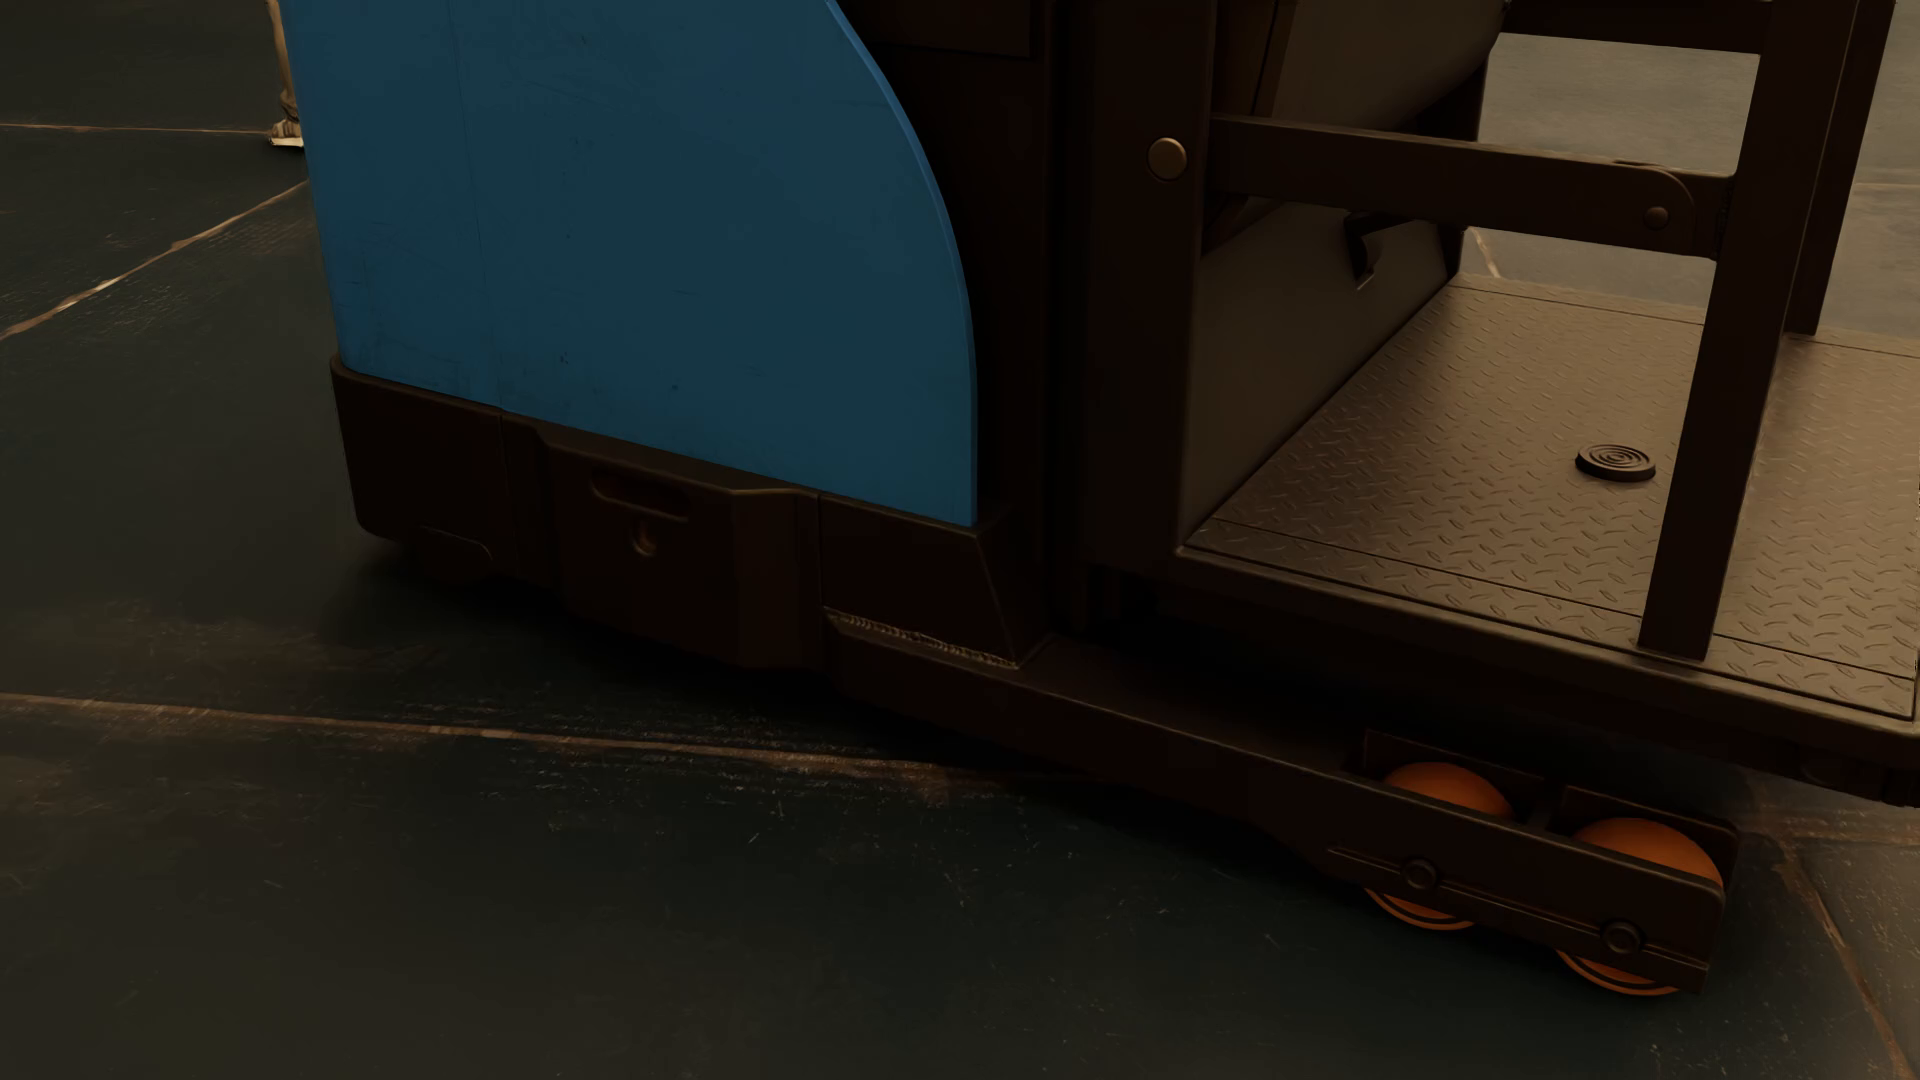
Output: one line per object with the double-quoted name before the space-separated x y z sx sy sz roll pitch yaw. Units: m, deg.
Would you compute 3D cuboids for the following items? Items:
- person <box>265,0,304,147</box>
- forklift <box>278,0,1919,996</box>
"person" -1.746 -1.852 4.443 0.469 1.600 0.369 -16 31 -29
"forklift" 0.659 -1.142 1.507 3.031 2.935 1.130 14 30 26
